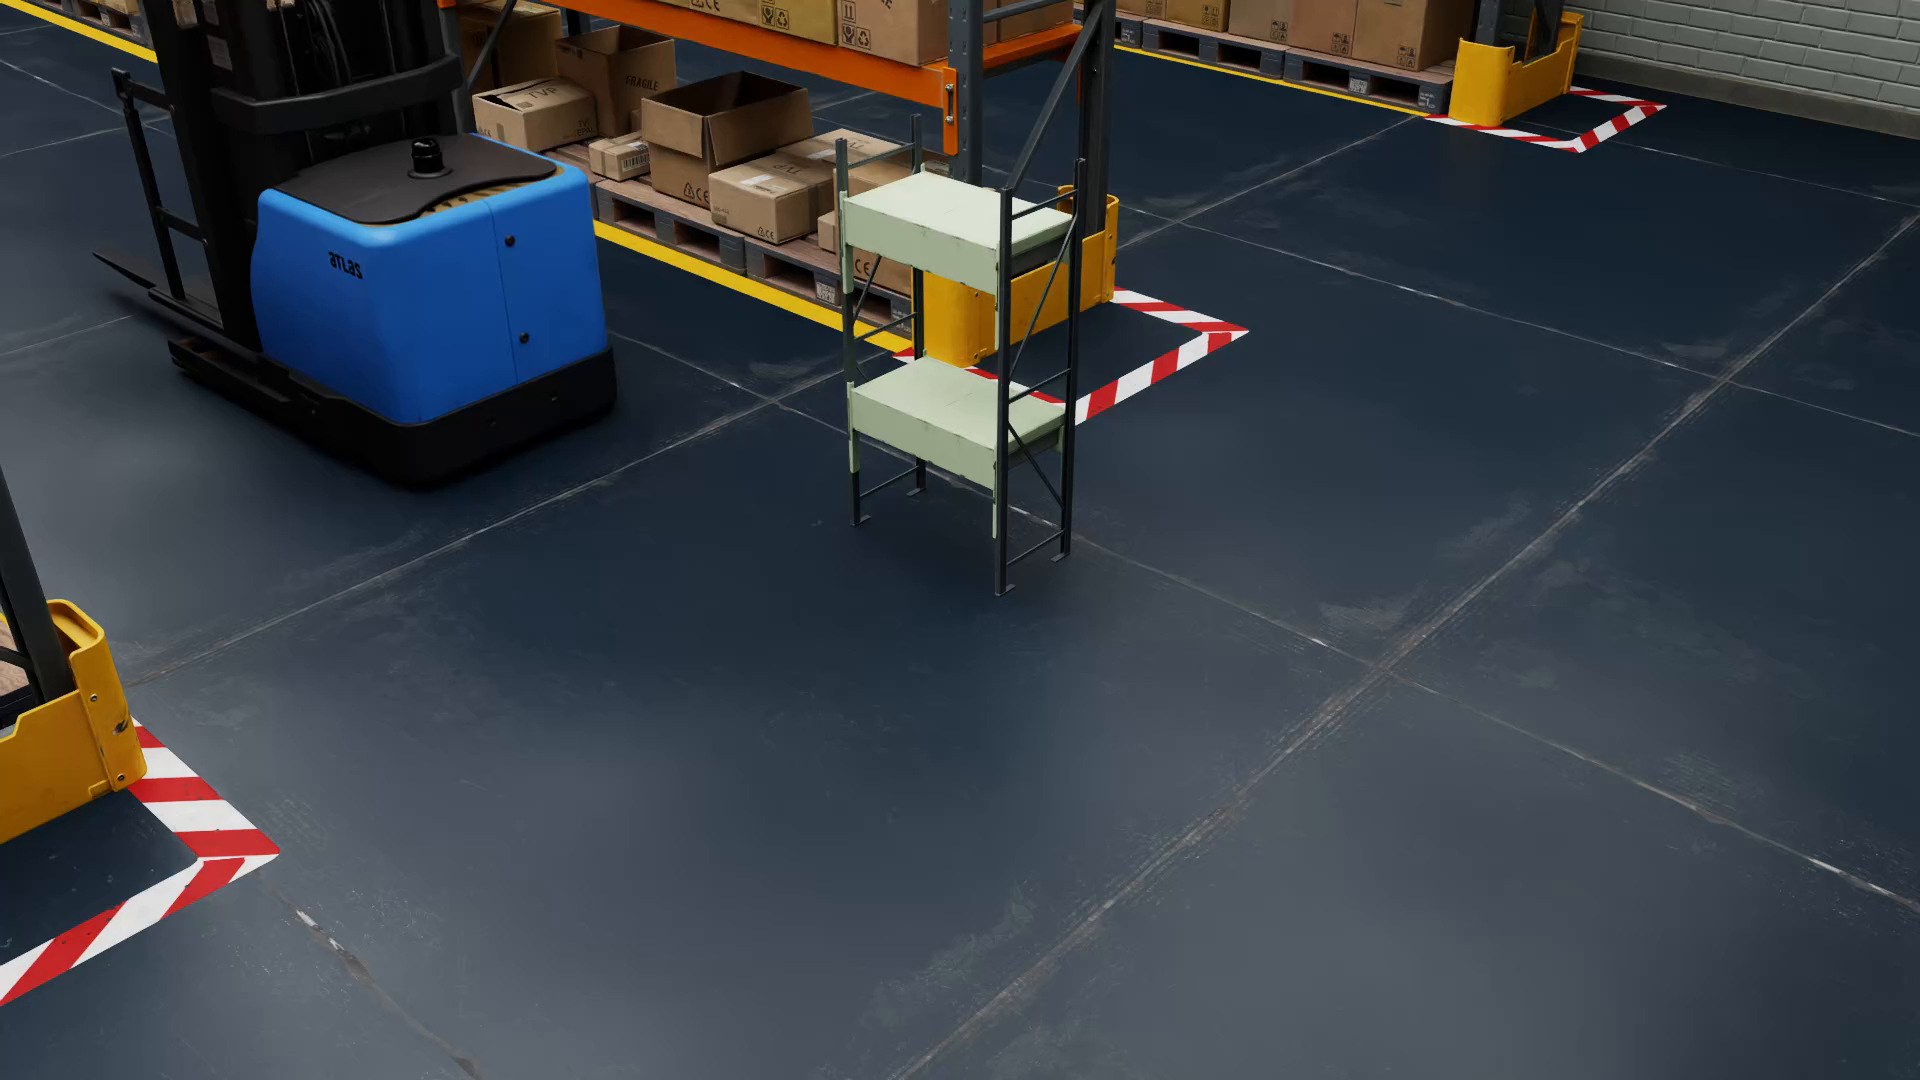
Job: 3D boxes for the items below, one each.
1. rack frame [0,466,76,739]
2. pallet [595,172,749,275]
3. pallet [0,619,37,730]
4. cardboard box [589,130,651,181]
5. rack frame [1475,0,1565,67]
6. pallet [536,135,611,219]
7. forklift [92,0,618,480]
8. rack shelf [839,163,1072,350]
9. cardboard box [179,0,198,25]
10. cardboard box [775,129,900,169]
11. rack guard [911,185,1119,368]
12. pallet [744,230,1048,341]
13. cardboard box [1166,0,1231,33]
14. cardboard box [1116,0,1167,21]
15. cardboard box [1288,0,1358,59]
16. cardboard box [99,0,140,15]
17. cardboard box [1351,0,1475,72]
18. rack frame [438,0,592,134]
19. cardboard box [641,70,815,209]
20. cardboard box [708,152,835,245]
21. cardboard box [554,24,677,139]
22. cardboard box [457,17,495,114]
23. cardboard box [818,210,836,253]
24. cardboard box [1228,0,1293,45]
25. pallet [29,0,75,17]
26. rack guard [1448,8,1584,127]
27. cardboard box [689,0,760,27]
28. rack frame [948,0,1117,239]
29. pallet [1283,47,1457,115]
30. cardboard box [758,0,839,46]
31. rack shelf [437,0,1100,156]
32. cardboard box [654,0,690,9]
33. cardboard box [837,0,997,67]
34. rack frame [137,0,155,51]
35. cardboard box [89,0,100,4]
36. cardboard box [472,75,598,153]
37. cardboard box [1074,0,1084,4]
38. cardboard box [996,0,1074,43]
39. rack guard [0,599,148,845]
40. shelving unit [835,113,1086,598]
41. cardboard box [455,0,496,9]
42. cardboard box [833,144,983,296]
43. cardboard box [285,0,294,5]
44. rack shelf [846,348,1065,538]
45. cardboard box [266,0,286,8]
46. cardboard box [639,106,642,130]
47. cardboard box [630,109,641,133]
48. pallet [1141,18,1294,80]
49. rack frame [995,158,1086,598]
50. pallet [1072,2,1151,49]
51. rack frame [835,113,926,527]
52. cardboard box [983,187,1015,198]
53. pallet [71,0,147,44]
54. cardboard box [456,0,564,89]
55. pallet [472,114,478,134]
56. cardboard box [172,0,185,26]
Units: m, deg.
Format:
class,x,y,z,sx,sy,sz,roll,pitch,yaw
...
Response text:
class,x,y,z,sx,sy,sz,roll,pitch,yaw
rack frame,-2.999,-0.414,4.029,0.127,3.000,1.000,25,39,35
pallet,-1.221,-1.836,9.095,1.213,0.211,1.003,25,39,35
pallet,-3.585,0.481,5.247,1.213,0.211,1.003,25,39,35
cardboard box,-1.824,-2.142,9.220,0.250,0.166,0.380,25,39,35
rack frame,3.648,-4.202,10.322,0.127,3.000,1.000,25,39,35
pallet,-2.130,-2.258,9.796,1.213,0.211,1.003,25,39,35
forklift,-2.915,-2.117,6.925,3.031,2.935,1.130,24,38,34
rack shelf,-0.005,-0.979,5.666,0.720,0.370,0.431,25,39,35
cardboard box,-5.067,-3.747,11.563,0.500,0.500,0.500,23,38,33
cardboard box,-0.627,-1.960,8.836,0.500,0.250,0.500,25,39,35
rack guard,0.271,-1.262,7.861,0.348,0.500,1.175,25,39,35
pallet,-0.321,-1.414,8.394,1.213,0.211,1.003,25,39,35
cardboard box,1.918,-4.044,12.075,0.500,0.500,0.700,26,40,36
cardboard box,1.539,-4.222,12.372,0.500,0.500,0.700,25,39,35
cardboard box,2.691,-3.688,11.485,0.500,0.500,0.700,25,39,35
cardboard box,-6.158,-4.166,12.521,0.500,0.250,0.500,26,40,36
cardboard box,3.062,-3.515,11.197,0.500,0.500,0.700,25,39,35
rack frame,-2.639,-3.691,9.473,0.127,3.000,1.000,25,39,35
cardboard box,-1.242,-2.162,8.926,0.637,0.503,0.797,25,39,35
cardboard box,-0.926,-1.751,8.490,0.500,0.250,0.500,25,39,35
cardboard box,-2.026,-2.720,9.856,0.500,0.500,0.500,25,39,35
cardboard box,-3.197,-2.870,10.105,0.500,0.500,0.500,25,39,35
cardboard box,-0.481,-1.550,8.236,0.250,0.166,0.380,25,39,35
cardboard box,2.318,-3.862,11.773,0.500,0.500,0.700,24,38,34
pallet,-7.089,-4.603,13.691,1.213,0.211,1.003,25,39,35
rack guard,3.666,-3.123,10.953,0.348,0.500,1.175,25,39,35
cardboard box,-0.941,-2.753,7.818,0.500,0.500,0.500,25,39,35
rack frame,0.327,-2.306,7.173,0.127,3.000,1.000,25,39,35
pallet,3.003,-3.254,11.451,1.213,0.211,1.003,25,39,35
cardboard box,-0.575,-2.578,7.528,0.500,0.500,0.500,25,39,35
rack shelf,-1.156,-2.690,8.508,4.000,0.370,1.077,25,39,35
cardboard box,-1.314,-2.928,8.108,0.500,0.500,0.500,24,39,34
cardboard box,-0.188,-2.400,7.232,0.500,0.500,0.500,26,40,36
rack frame,-5.604,-5.075,11.772,0.127,3.000,1.000,25,39,35
cardboard box,-6.543,-4.343,12.815,0.500,0.250,0.500,25,39,35
cardboard box,-2.473,-2.499,9.674,0.500,0.311,0.500,25,39,35
cardboard box,1.168,-4.397,12.663,0.500,0.500,0.700,26,39,36
cardboard box,0.175,-2.604,7.570,0.500,0.500,0.500,26,40,36
rack guard,-2.973,0.661,4.668,0.348,0.500,1.175,25,39,35
shelving unit,-0.005,-0.645,5.867,0.755,1.500,0.431,25,39,35
cardboard box,-3.237,-3.249,10.736,0.500,0.500,0.500,26,39,36
cardboard box,-0.241,-1.518,7.860,0.500,0.500,0.500,25,39,35
cardboard box,-3.929,-3.218,10.684,0.500,0.500,0.500,26,39,36
rack shelf,-0.005,-0.366,6.035,0.720,0.370,0.431,25,39,35
cardboard box,-4.308,-3.393,10.974,0.500,0.500,0.500,24,38,34
cardboard box,-1.470,-2.379,9.474,0.500,0.311,0.500,25,39,35
cardboard box,-1.707,-2.462,9.770,0.250,0.149,0.380,25,39,35
pallet,2.103,-3.676,12.152,1.213,0.211,1.003,25,39,35
rack frame,0.266,-0.518,5.657,0.023,1.500,0.400,25,39,35
pallet,1.194,-4.099,12.854,1.213,0.211,1.003,25,39,35
rack frame,-0.276,-0.772,6.077,0.023,1.500,0.400,25,39,35
cardboard box,0.062,-1.644,8.393,0.250,0.166,0.380,25,39,35
pallet,-6.188,-4.180,12.989,1.213,0.211,1.003,25,39,35
cardboard box,-2.834,-3.069,10.437,0.500,0.500,0.500,23,38,33
pallet,-3.267,-2.763,10.635,1.213,0.211,1.003,25,39,35
cardboard box,-5.459,-3.926,11.860,0.500,0.500,0.500,27,40,37
